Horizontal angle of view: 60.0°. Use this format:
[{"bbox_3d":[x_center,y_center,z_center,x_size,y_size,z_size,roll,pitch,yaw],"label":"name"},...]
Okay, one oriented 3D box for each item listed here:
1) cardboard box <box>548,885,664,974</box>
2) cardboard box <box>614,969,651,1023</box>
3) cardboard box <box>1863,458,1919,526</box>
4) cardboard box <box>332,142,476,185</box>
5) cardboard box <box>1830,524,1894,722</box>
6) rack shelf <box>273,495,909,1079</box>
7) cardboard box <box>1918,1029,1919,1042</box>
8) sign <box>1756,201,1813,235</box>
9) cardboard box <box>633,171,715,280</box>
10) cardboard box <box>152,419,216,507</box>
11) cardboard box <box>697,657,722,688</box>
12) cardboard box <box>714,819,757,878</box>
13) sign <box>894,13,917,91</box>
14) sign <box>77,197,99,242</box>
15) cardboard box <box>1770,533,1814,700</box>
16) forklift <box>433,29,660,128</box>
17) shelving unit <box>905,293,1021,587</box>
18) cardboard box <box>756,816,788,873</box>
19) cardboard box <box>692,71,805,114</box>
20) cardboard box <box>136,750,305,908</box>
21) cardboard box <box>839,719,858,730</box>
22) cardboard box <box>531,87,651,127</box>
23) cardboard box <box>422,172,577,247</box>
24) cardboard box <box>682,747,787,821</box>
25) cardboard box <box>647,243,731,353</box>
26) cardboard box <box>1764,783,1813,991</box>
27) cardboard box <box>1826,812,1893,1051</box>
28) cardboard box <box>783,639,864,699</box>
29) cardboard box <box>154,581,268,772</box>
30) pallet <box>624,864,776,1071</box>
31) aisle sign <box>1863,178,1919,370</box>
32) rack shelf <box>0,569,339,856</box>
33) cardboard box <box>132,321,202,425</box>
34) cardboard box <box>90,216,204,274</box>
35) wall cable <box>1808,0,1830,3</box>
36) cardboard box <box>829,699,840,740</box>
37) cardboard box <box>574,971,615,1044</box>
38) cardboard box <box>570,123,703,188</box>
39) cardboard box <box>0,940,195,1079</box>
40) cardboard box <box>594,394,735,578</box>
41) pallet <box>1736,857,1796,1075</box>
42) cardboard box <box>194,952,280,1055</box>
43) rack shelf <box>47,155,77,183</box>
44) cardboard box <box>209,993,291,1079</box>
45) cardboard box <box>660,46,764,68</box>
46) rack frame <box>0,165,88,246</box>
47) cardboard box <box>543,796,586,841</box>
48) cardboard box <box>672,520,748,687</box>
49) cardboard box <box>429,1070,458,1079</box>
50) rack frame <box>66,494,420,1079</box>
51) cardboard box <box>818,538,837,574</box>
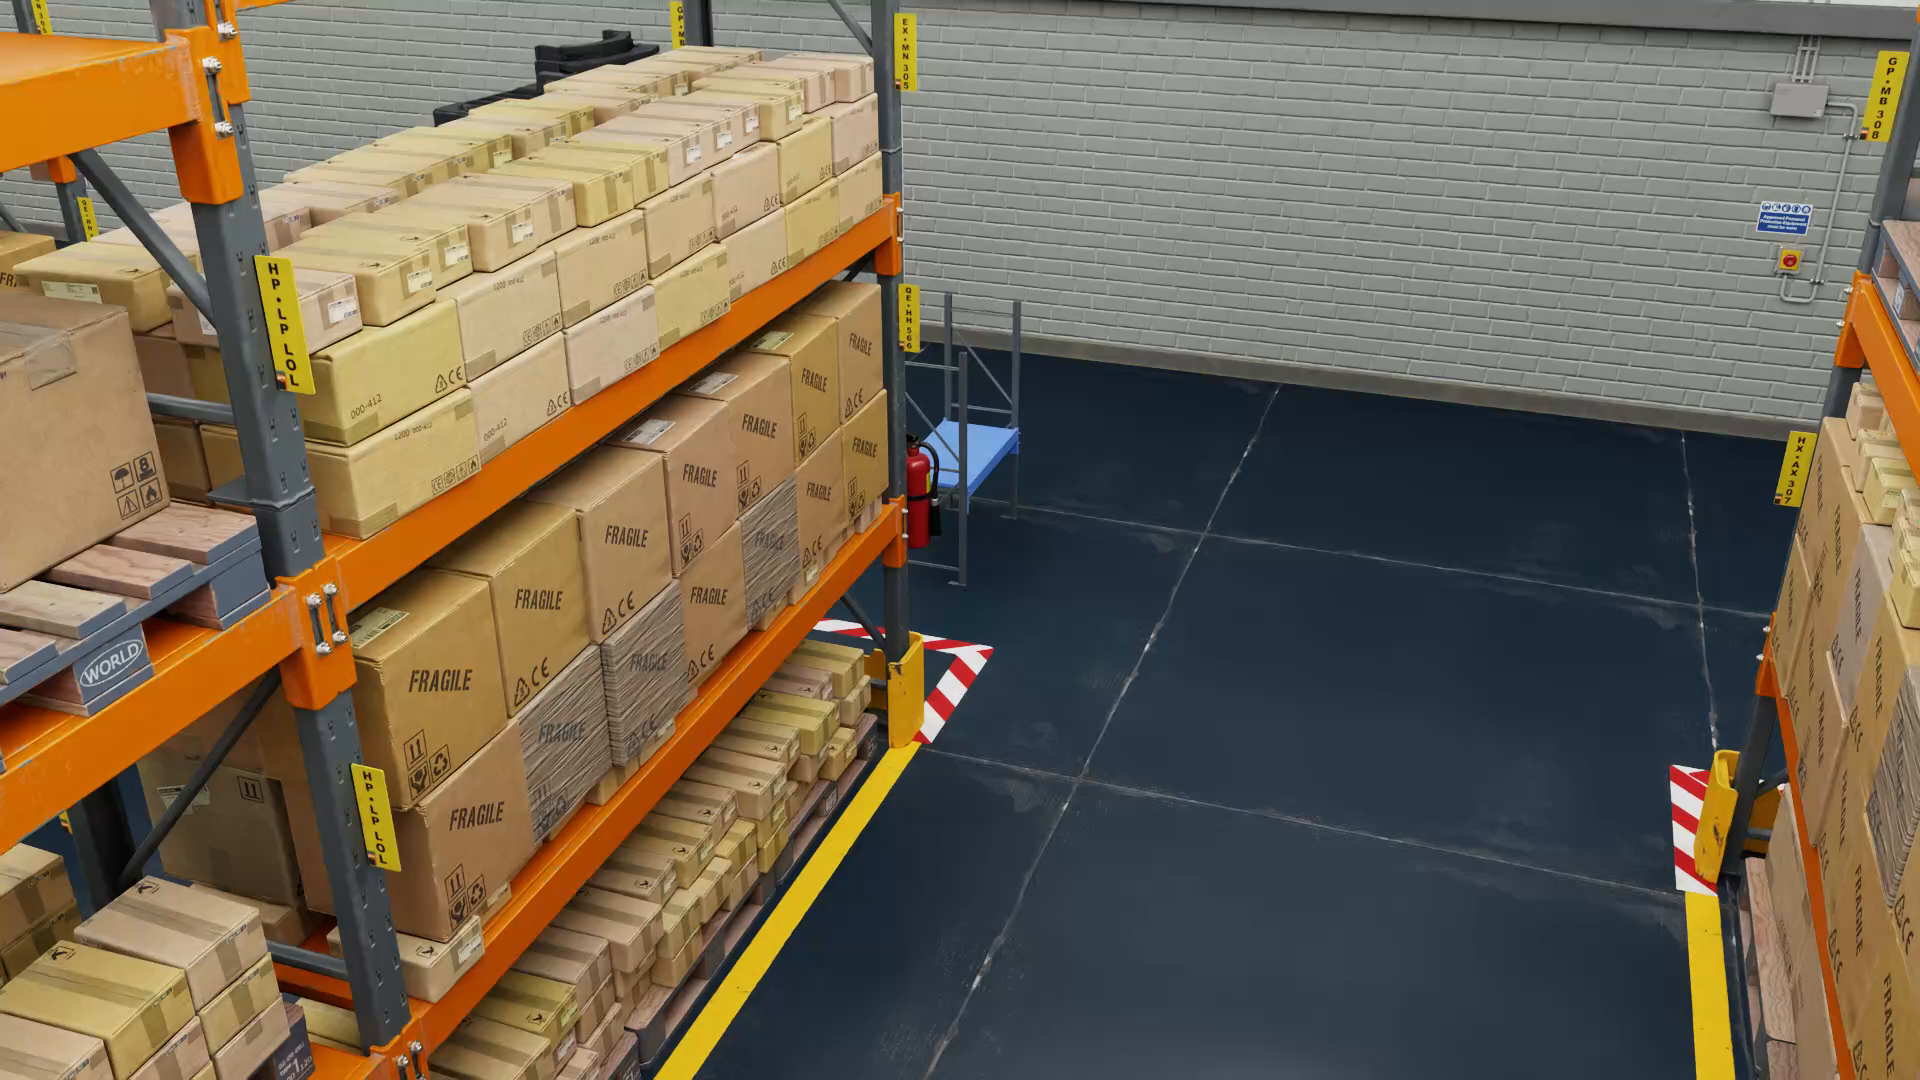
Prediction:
[{"bbox_3d":[-1.362,1.482,6.354,0.380,0.149,0.250,9,27,19],"label":"cardboard box"},{"bbox_3d":[-1.444,1.731,6.523,0.380,0.149,0.250,8,27,15],"label":"cardboard box"},{"bbox_3d":[3.284,-0.144,5.599,0.380,0.149,0.250,8,27,16],"label":"cardboard box"},{"bbox_3d":[-1.832,-1.205,5.495,0.380,0.149,0.250,9,27,17],"label":"cardboard box"},{"bbox_3d":[3.191,0.305,5.415,0.500,0.500,0.500,9,27,17],"label":"cardboard box"},{"bbox_3d":[-1.419,0.688,6.713,1.077,0.370,4.000,9,27,17],"label":"rack shelf"},{"bbox_3d":[2.514,1.133,3.705,0.500,0.500,0.500,9,27,17],"label":"cardboard box"},{"bbox_3d":[5.778,-2.256,11.657,0.327,0.218,0.001,9,27,17],"label":"sign"},{"bbox_3d":[-1.187,-1.113,5.763,0.500,0.250,0.500,8,27,15],"label":"cardboard box"},{"bbox_3d":[-2.176,-0.338,4.735,0.500,0.250,0.500,9,27,19],"label":"cardboard box"},{"bbox_3d":[-1.180,0.458,6.650,0.380,0.149,0.250,9,27,18],"label":"cardboard box"},{"bbox_3d":[-1.094,1.292,7.088,0.380,0.149,0.250,10,28,20],"label":"cardboard box"},{"bbox_3d":[-0.237,-2.118,7.224,0.100,0.325,0.005,9,27,17],"label":"sign"},{"bbox_3d":[-4.890,-1.762,9.347,0.100,0.325,0.005,9,27,17],"label":"sign"},{"bbox_3d":[3.518,0.329,6.514,0.500,0.500,0.500,9,27,17],"label":"cardboard box"},{"bbox_3d":[-2.786,-1.980,11.476,3.031,2.935,1.130,13,29,24],"label":"forklift"},{"bbox_3d":[-0.028,-0.640,10.351,0.538,1.500,1.048,9,27,17],"label":"shelving unit"},{"bbox_3d":[-0.987,1.317,7.378,0.380,0.149,0.250,8,27,15],"label":"cardboard box"},{"bbox_3d":[-0.846,-1.773,6.669,0.380,0.149,0.250,8,27,16],"label":"cardboard box"},{"bbox_3d":[-2.190,0.767,5.267,0.500,0.500,0.500,9,27,18],"label":"cardboard box"},{"bbox_3d":[-0.732,0.883,8.274,0.380,0.149,0.250,9,27,18],"label":"cardboard box"},{"bbox_3d":[-1.404,-1.621,6.354,0.380,0.149,0.250,10,27,19],"label":"cardboard box"},{"bbox_3d":[-1.411,-1.013,5.100,0.380,0.149,0.250,8,27,16],"label":"cardboard box"},{"bbox_3d":[-0.977,1.058,7.229,0.380,0.149,0.250,10,28,19],"label":"cardboard box"},{"bbox_3d":[-1.154,-0.881,5.858,0.500,0.250,0.500,10,28,20],"label":"cardboard box"},{"bbox_3d":[3.823,1.468,6.734,0.875,0.438,0.875,8,27,16],"label":"cardboard box"},{"bbox_3d":[2.850,1.169,4.780,0.500,0.500,0.500,8,27,17],"label":"cardboard box"},{"bbox_3d":[-0.690,0.623,8.128,0.380,0.149,0.250,9,27,18],"label":"cardboard box"},{"bbox_3d":[-2.183,0.325,5.034,0.500,0.500,0.500,8,27,16],"label":"cardboard box"},{"bbox_3d":[-1.490,1.657,7.086,1.003,0.211,1.213,9,27,17],"label":"pallet"},{"bbox_3d":[3.699,-1.023,6.438,0.394,0.787,0.004,9,27,17],"label":"aisle sign"},{"bbox_3d":[-2.750,0.982,2.664,1.077,0.370,4.000,9,27,17],"label":"rack shelf"},{"bbox_3d":[-2.170,-0.548,4.597,0.500,0.250,0.500,7,27,15],"label":"cardboard box"},{"bbox_3d":[-2.159,-0.780,4.617,0.380,0.149,0.250,9,27,19],"label":"cardboard box"},{"bbox_3d":[5.576,-4.860,10.462,0.463,3.000,0.029,9,27,17],"label":"wall cable"},{"bbox_3d":[-0.797,0.860,7.979,0.380,0.149,0.250,8,27,16],"label":"cardboard box"},{"bbox_3d":[-1.523,1.711,6.223,0.380,0.149,0.250,7,27,15],"label":"cardboard box"},{"bbox_3d":[-1.120,-1.337,5.767,0.380,0.149,0.250,8,27,16],"label":"cardboard box"},{"bbox_3d":[-2.122,1.146,4.065,0.380,0.149,0.250,8,27,16],"label":"cardboard box"},{"bbox_3d":[-1.177,-0.222,6.162,0.500,0.500,0.500,8,27,16],"label":"cardboard box"},{"bbox_3d":[3.756,1.813,6.762,1.003,0.211,1.213,9,27,17],"label":"pallet"},{"bbox_3d":[-2.031,1.168,4.360,0.380,0.149,0.250,10,27,19],"label":"cardboard box"},{"bbox_3d":[-6.062,-1.423,7.631,1.077,0.370,4.000,9,27,17],"label":"rack shelf"},{"bbox_3d":[-2.030,1.302,4.425,0.380,0.149,0.250,8,27,16],"label":"cardboard box"},{"bbox_3d":[-1.076,-2.045,7.230,0.380,0.149,0.250,9,27,17],"label":"cardboard box"},{"bbox_3d":[-5.397,-1.219,9.825,1.000,3.000,0.127,9,27,17],"label":"rack frame"},{"bbox_3d":[-1.530,0.885,5.768,0.380,0.149,0.250,8,27,15],"label":"cardboard box"},{"bbox_3d":[-1.172,0.209,6.420,0.500,0.500,0.500,10,28,20],"label":"cardboard box"},{"bbox_3d":[-1.774,1.901,5.489,0.380,0.149,0.250,10,28,20],"label":"cardboard box"},{"bbox_3d":[-2.084,1.186,4.859,1.000,3.000,0.127,9,27,17],"label":"rack frame"},{"bbox_3d":[-0.783,0.032,7.530,0.380,0.149,0.250,8,27,17],"label":"cardboard box"}]
